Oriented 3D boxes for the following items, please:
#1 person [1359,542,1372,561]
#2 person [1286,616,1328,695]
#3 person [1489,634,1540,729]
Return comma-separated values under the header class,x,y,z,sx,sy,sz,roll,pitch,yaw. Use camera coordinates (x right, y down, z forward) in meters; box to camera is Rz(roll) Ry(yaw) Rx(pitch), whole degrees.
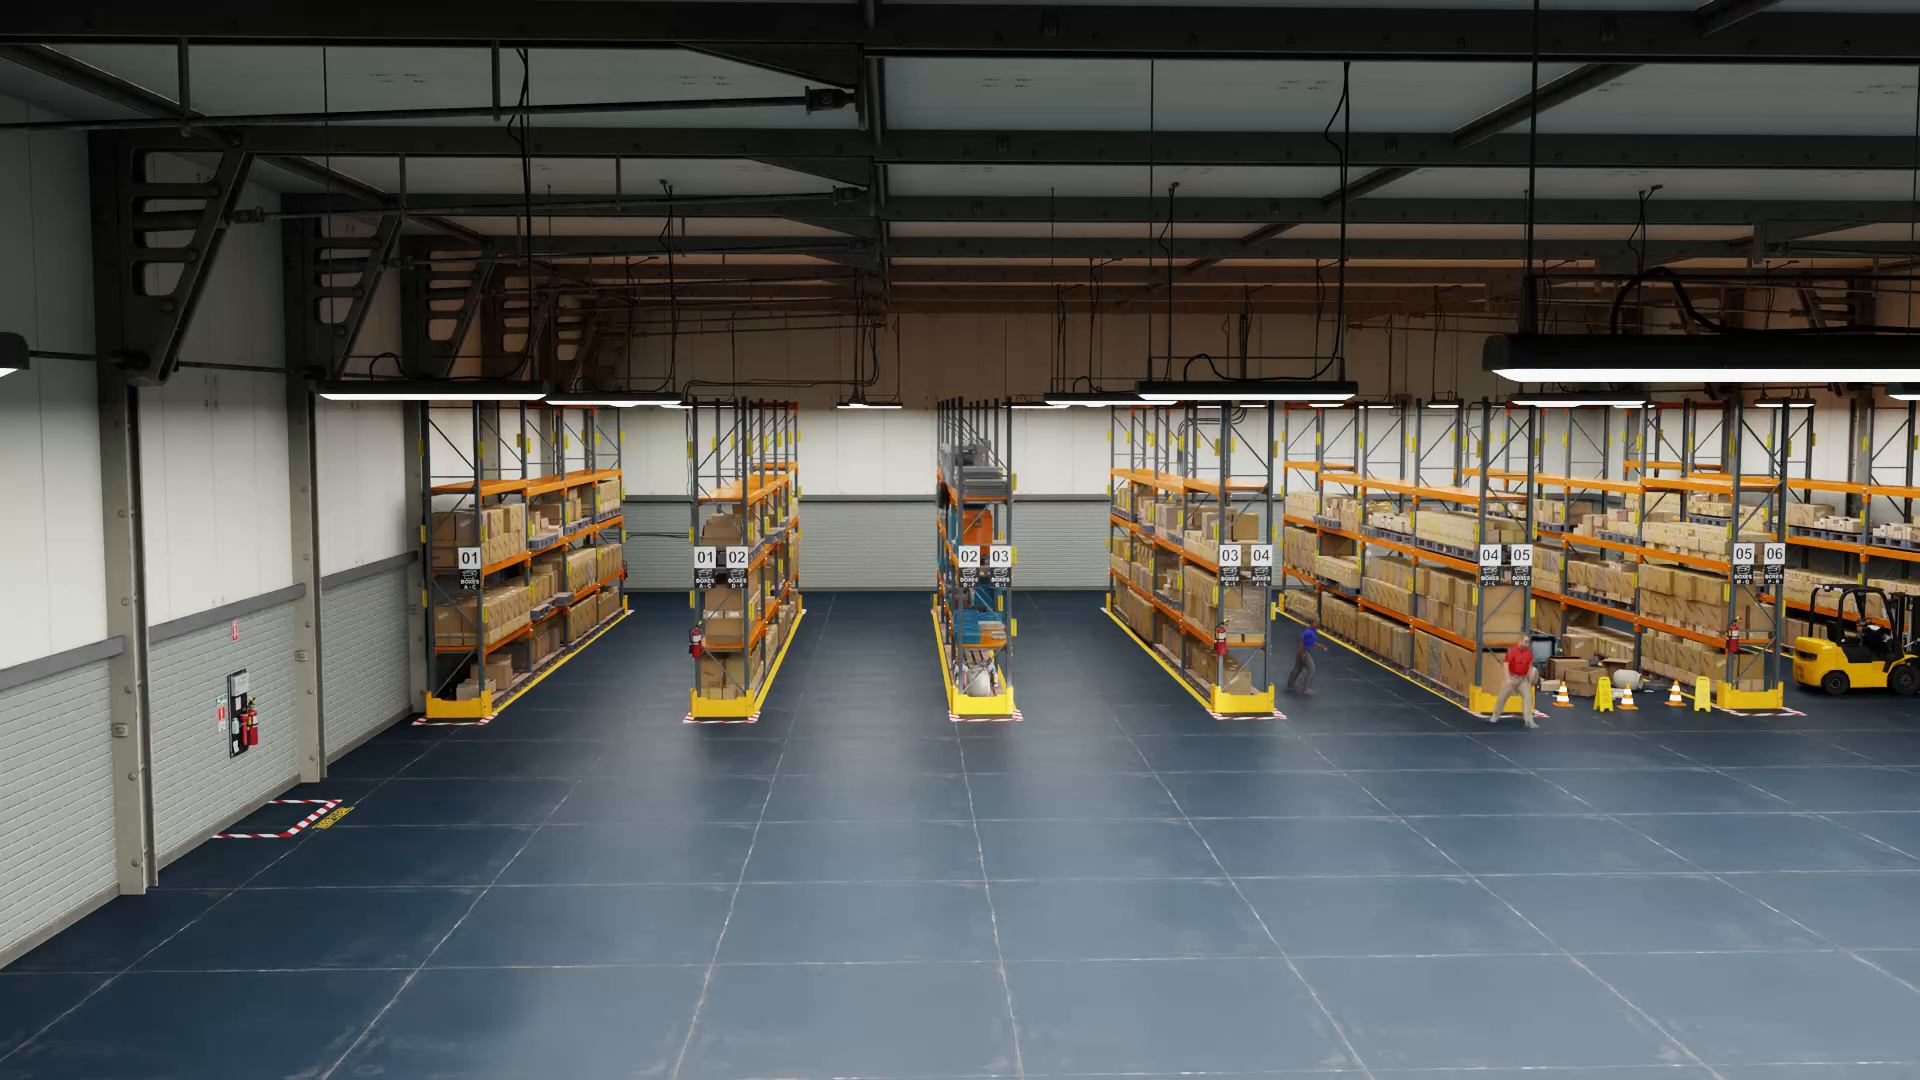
class,x,y,z,sx,sy,sz,roll,pitch,yaw
person,12.264,0.954,50.332,0.795,1.853,0.702,-1,5,-18
person,7.057,2.327,33.829,0.820,1.594,0.659,1,5,16
person,10.136,2.545,30.296,0.710,1.685,0.902,-1,5,-18
